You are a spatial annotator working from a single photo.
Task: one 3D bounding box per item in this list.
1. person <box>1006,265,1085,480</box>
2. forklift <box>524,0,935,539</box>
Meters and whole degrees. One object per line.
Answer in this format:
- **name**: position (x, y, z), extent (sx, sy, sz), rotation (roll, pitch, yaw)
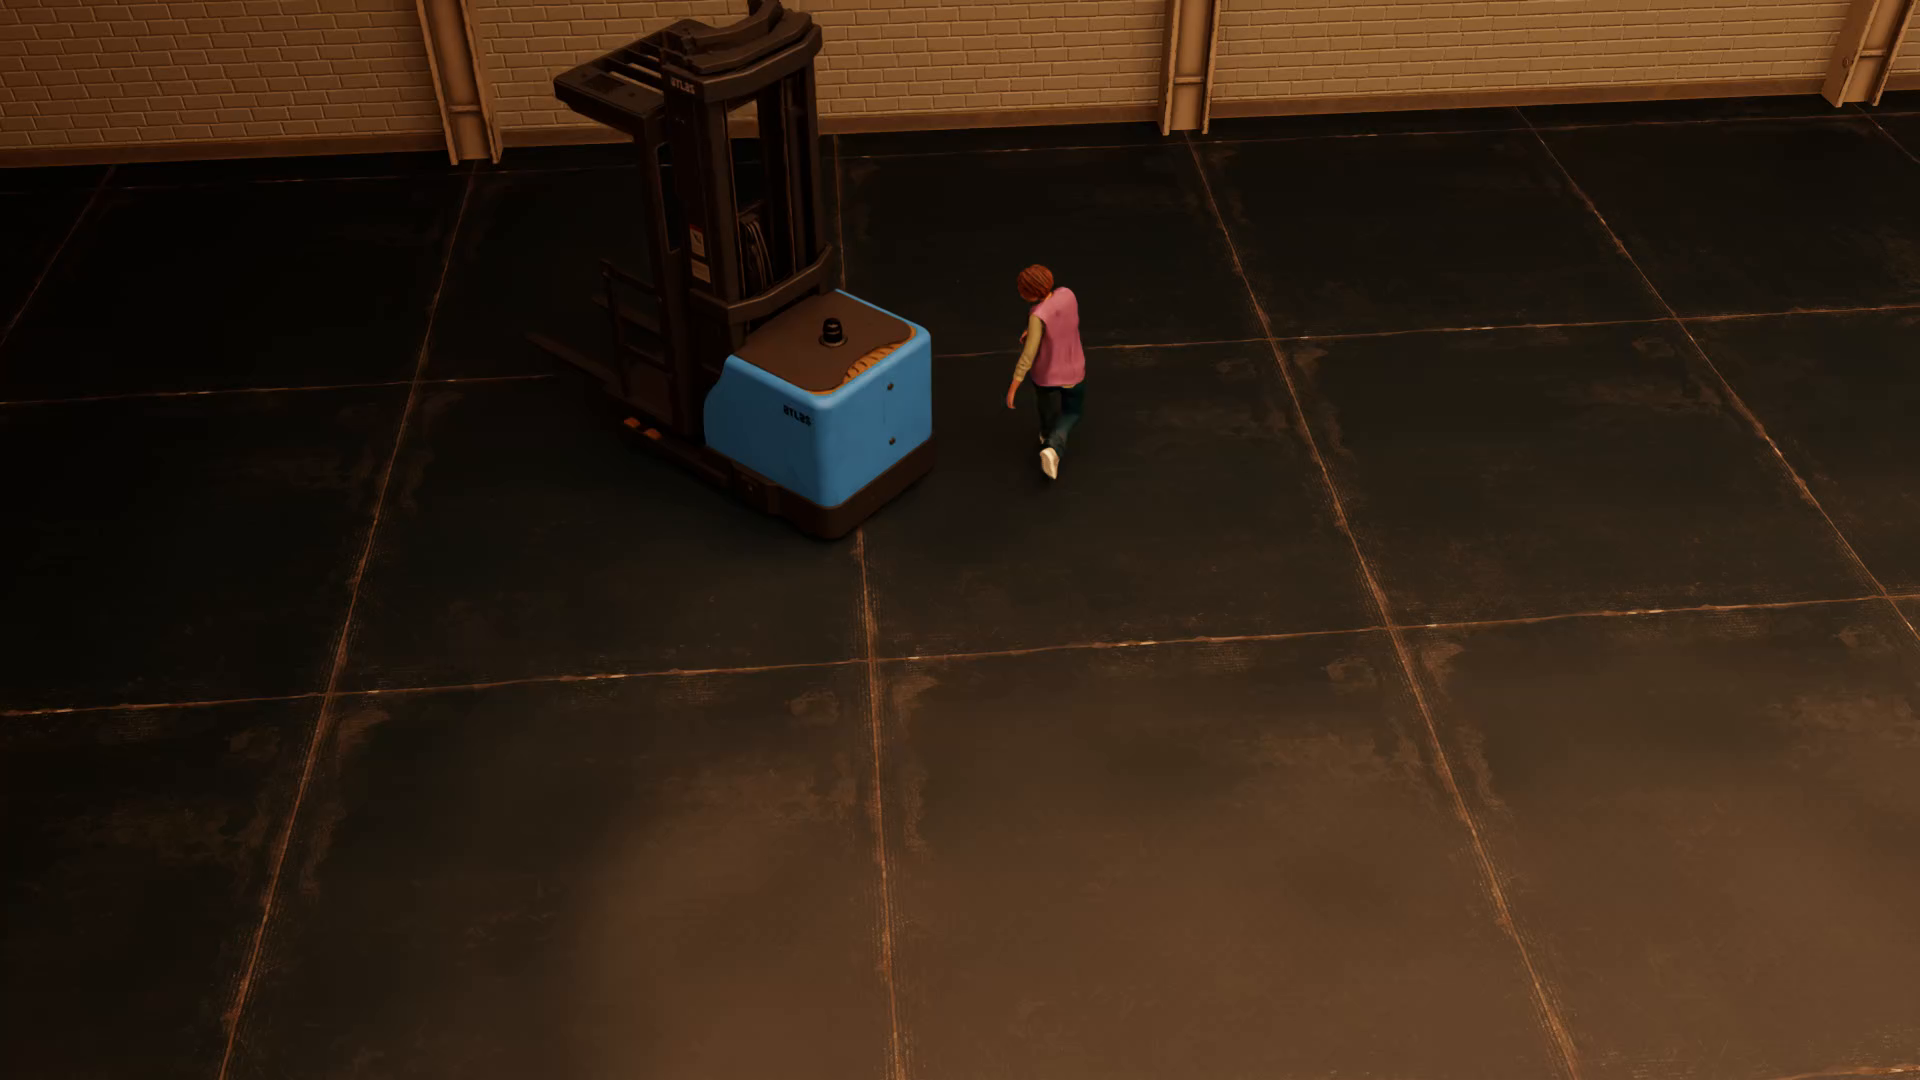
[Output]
- **person**: position (0.526, -1.052, 10.426), extent (0.539, 1.346, 0.809), rotation (-6, 41, -7)
- **forklift**: position (-1.627, -1.916, 10.179), extent (3.031, 2.935, 1.130), rotation (27, 48, 28)
